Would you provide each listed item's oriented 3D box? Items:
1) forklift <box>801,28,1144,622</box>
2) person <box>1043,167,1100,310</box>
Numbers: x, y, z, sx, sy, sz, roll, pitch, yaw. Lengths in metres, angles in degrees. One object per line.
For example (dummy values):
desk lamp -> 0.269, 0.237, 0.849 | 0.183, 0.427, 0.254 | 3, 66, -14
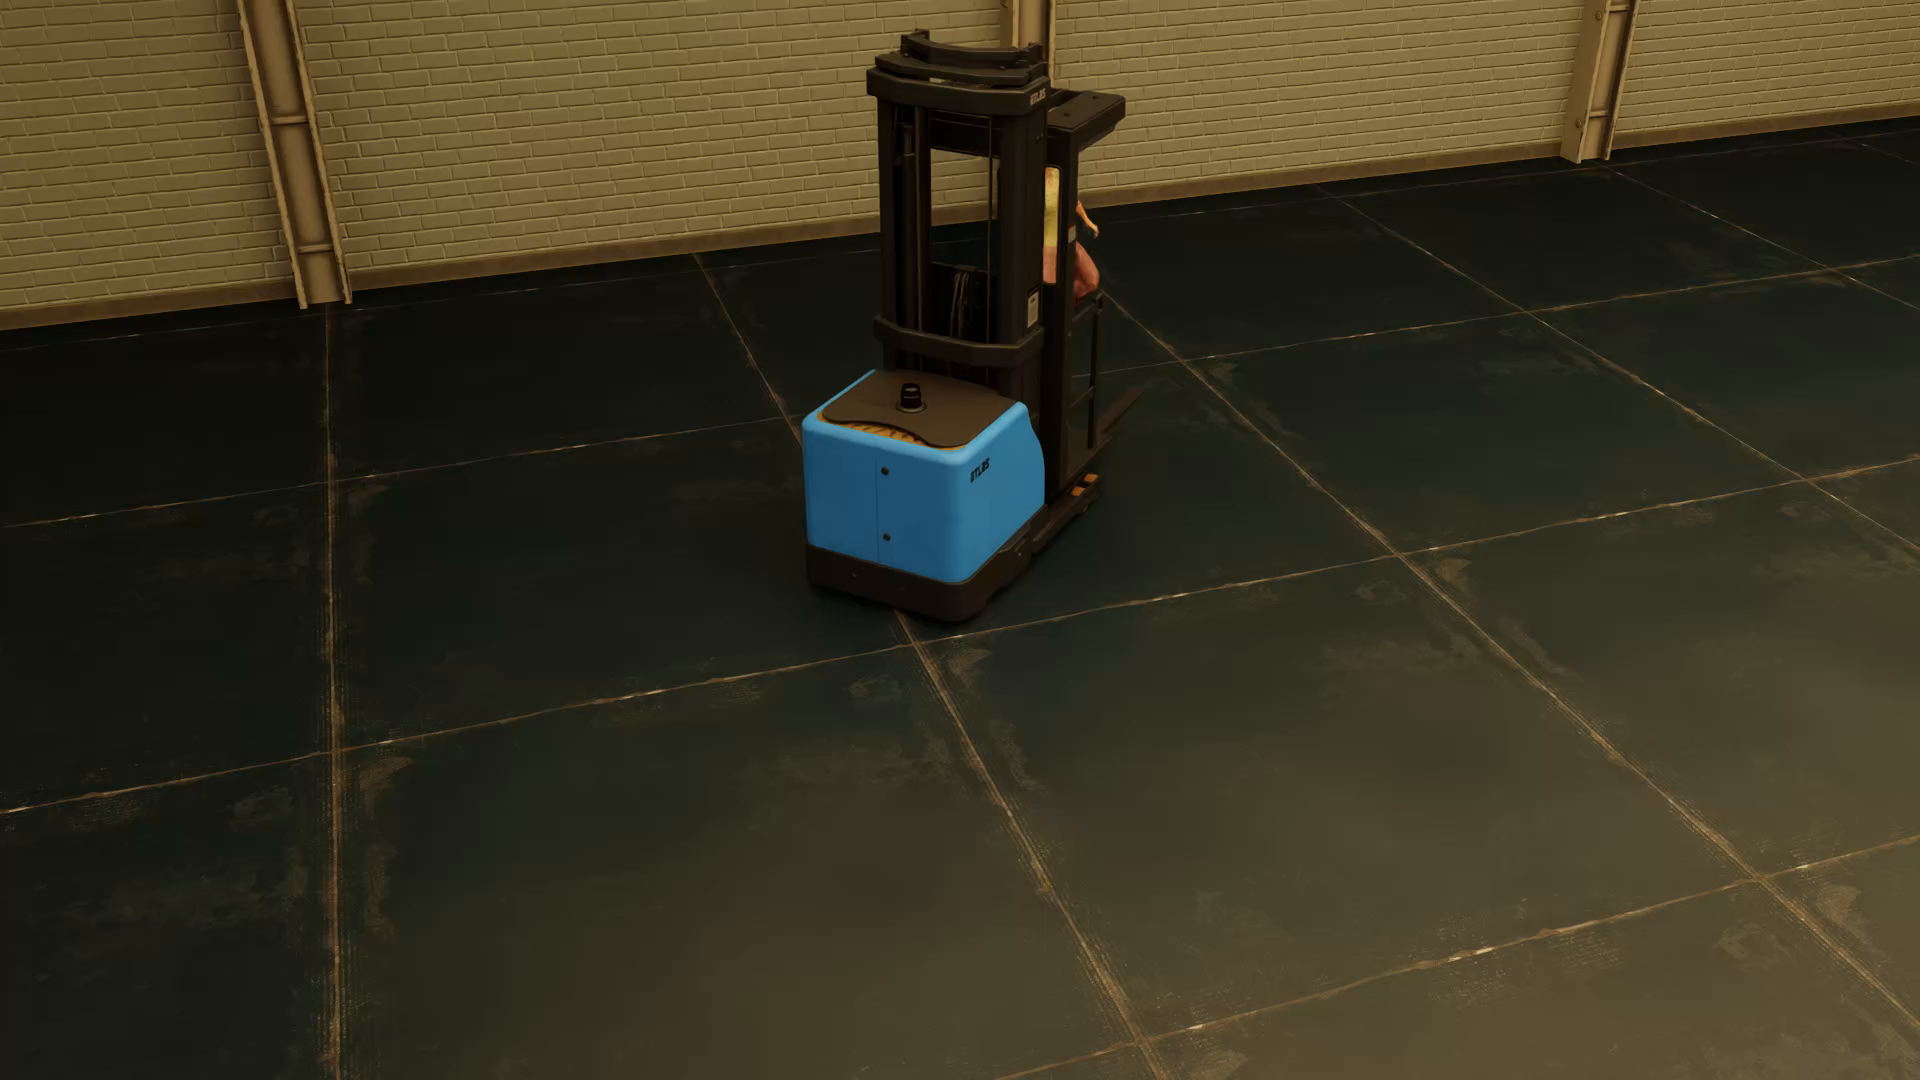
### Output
forklift -> 0.255, -1.531, 9.748 | 1.130, 2.935, 3.031 | 15, 33, 24
person -> 0.669, -2.172, 12.250 | 0.771, 1.544, 0.557 | -23, 37, -34
